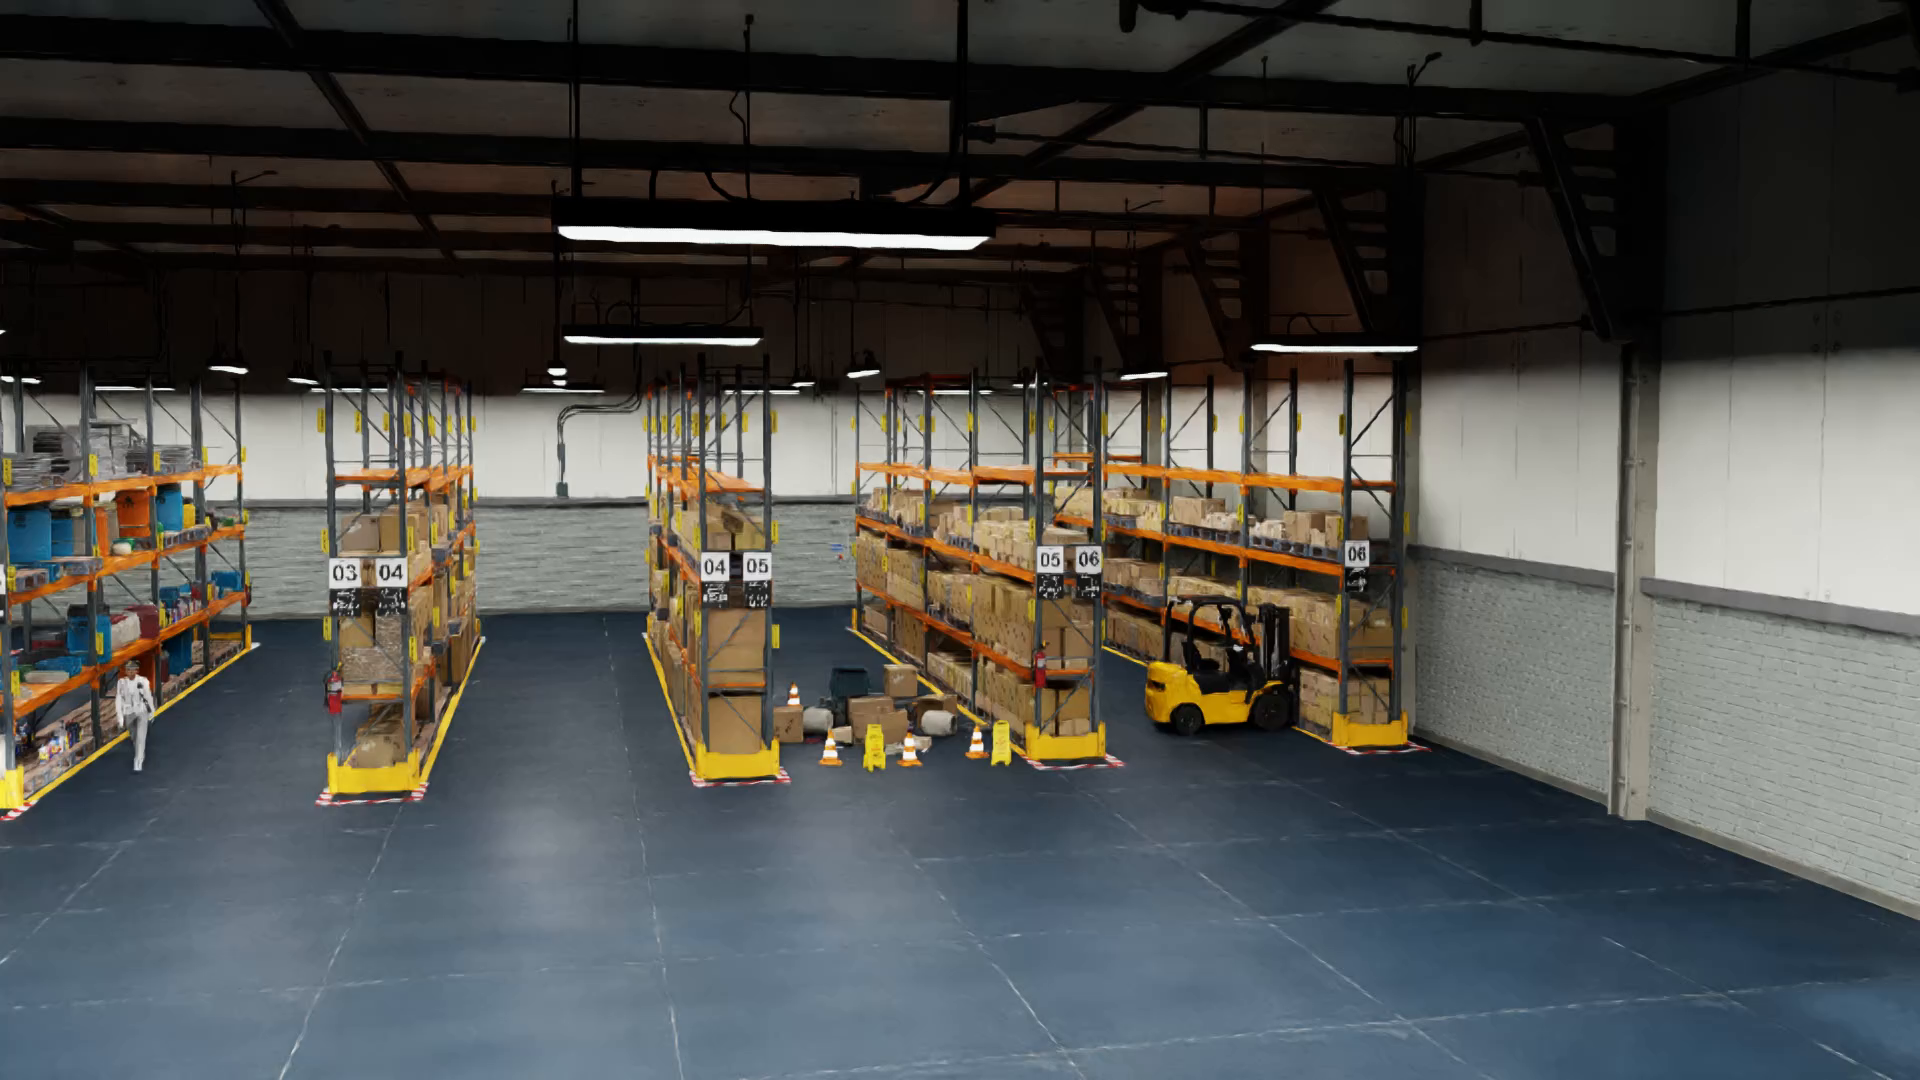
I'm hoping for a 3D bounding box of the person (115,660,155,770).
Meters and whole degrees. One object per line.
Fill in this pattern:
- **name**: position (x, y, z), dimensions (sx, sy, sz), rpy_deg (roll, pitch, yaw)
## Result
- **person**: position (-11.999, 2.509, 24.148), dimensions (0.495, 1.589, 1.086), rpy_deg (-1, 4, -11)
